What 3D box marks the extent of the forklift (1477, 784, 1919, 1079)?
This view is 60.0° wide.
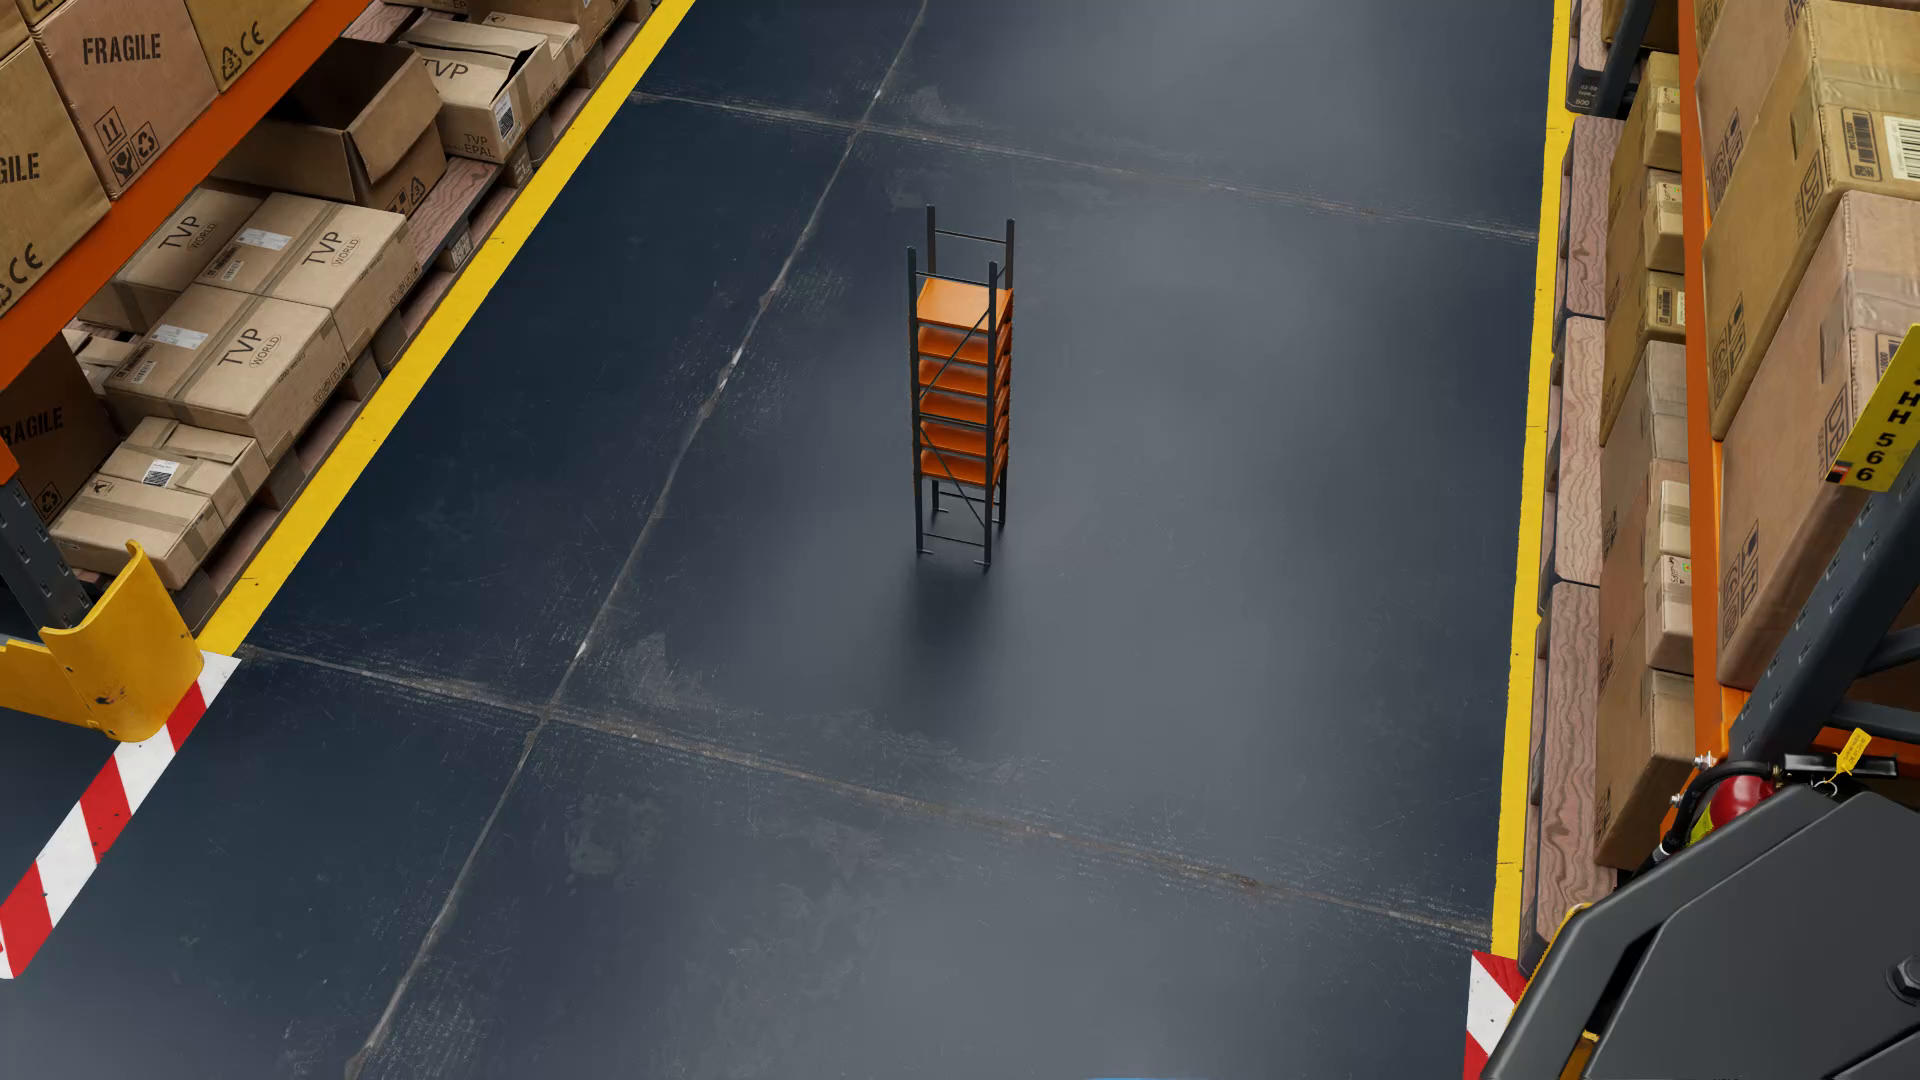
[{"bbox_3d":[0.995,1.674,1.817,3.031,2.935,1.130,29,55,23],"label":"forklift"}]

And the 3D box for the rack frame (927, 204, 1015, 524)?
[{"bbox_3d":[0.028,-0.474,4.868,0.240,1.200,0.006,12,50,10],"label":"rack frame"}]

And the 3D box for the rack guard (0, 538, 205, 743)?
[{"bbox_3d":[-2.831,0.185,4.754,1.175,0.500,0.348,12,50,10],"label":"rack guard"}]

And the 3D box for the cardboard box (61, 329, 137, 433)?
[{"bbox_3d":[-2.752,-0.513,5.298,0.380,0.166,0.250,12,50,10],"label":"cardboard box"}]

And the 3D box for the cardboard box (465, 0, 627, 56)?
[{"bbox_3d":[-1.675,-2.331,6.681,0.500,0.500,0.500,12,50,10],"label":"cardboard box"}]

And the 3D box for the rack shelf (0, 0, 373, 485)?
[{"bbox_3d":[-2.325,-1.796,5.314,1.077,0.370,4.000,12,50,10],"label":"rack shelf"}]

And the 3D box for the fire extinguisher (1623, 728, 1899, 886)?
[{"bbox_3d":[1.444,0.554,3.061,0.296,0.674,0.183,12,50,10],"label":"fire extinguisher"}]

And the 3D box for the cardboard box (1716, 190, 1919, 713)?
[{"bbox_3d":[2.054,-0.083,3.122,0.980,0.700,0.700,14,50,12],"label":"cardboard box"}]

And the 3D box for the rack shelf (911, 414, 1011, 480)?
[{"bbox_3d":[0.004,-0.299,4.933,0.258,0.103,0.180,12,50,10],"label":"rack shelf"}]

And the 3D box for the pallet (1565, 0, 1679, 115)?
[{"bbox_3d":[3.112,-2.156,7.012,1.003,0.211,1.213,12,50,10],"label":"pallet"}]

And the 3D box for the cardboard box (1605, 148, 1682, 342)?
[{"bbox_3d":[2.551,-0.934,5.461,0.700,0.500,0.500,11,50,10],"label":"cardboard box"}]

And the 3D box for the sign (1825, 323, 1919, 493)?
[{"bbox_3d":[1.409,-0.191,2.488,0.100,0.325,0.005,12,50,10],"label":"sign"}]

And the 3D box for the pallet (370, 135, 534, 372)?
[{"bbox_3d":[-2.299,-1.176,6.148,1.003,0.211,1.213,12,50,10],"label":"pallet"}]

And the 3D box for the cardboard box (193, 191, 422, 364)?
[{"bbox_3d":[-2.171,-0.884,5.570,0.500,0.250,0.500,12,50,10],"label":"cardboard box"}]

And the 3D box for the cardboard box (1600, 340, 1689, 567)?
[{"bbox_3d":[2.280,-0.177,4.792,0.700,0.500,0.500,10,49,9],"label":"cardboard box"}]

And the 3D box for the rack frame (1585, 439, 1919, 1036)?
[{"bbox_3d":[1.929,0.387,2.908,1.000,3.000,0.127,12,50,10],"label":"rack frame"}]

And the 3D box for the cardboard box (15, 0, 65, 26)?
[{"bbox_3d":[-2.350,-1.600,3.928,0.500,0.500,0.500,12,50,10],"label":"cardboard box"}]

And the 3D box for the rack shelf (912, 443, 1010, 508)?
[{"bbox_3d":[0.004,-0.219,5.023,0.258,0.103,0.180,12,50,10],"label":"rack shelf"}]

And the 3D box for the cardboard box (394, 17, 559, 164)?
[{"bbox_3d":[-1.872,-1.726,6.273,0.500,0.311,0.500,12,50,10],"label":"cardboard box"}]

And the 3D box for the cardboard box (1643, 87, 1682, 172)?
[{"bbox_3d":[2.420,-1.300,5.351,0.380,0.149,0.250,13,50,11],"label":"cardboard box"}]

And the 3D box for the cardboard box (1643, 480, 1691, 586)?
[{"bbox_3d":[1.941,0.021,4.185,0.380,0.149,0.250,13,50,11],"label":"cardboard box"}]

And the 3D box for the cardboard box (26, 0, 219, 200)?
[{"bbox_3d":[-2.349,-1.264,4.298,0.500,0.500,0.500,11,50,10],"label":"cardboard box"}]

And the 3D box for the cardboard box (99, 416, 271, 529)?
[{"bbox_3d":[-2.344,-0.212,5.032,0.380,0.166,0.250,12,50,10],"label":"cardboard box"}]

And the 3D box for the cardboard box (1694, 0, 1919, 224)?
[{"bbox_3d":[2.444,-1.161,4.074,0.980,0.700,0.700,9,49,8],"label":"cardboard box"}]

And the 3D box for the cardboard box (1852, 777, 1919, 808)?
[{"bbox_3d":[2.177,0.465,3.794,0.380,0.149,0.250,12,50,10],"label":"cardboard box"}]

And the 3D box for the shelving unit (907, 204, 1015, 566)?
[{"bbox_3d":[0.004,-0.408,4.809,0.258,1.200,0.189,12,50,10],"label":"shelving unit"}]

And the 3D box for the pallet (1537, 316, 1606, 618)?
[{"bbox_3d":[2.387,-0.164,5.254,1.003,0.211,1.213,12,50,10],"label":"pallet"}]

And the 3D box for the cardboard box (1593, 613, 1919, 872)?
[{"bbox_3d":[2.017,0.549,4.152,0.700,0.500,0.500,12,50,10],"label":"cardboard box"}]

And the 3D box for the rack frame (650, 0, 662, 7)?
[{"bbox_3d":[-1.798,-3.481,6.322,1.000,3.000,0.127,12,50,10],"label":"rack frame"}]

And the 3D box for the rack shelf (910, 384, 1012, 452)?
[{"bbox_3d":[0.004,-0.378,4.843,0.258,0.103,0.180,12,50,10],"label":"rack shelf"}]
